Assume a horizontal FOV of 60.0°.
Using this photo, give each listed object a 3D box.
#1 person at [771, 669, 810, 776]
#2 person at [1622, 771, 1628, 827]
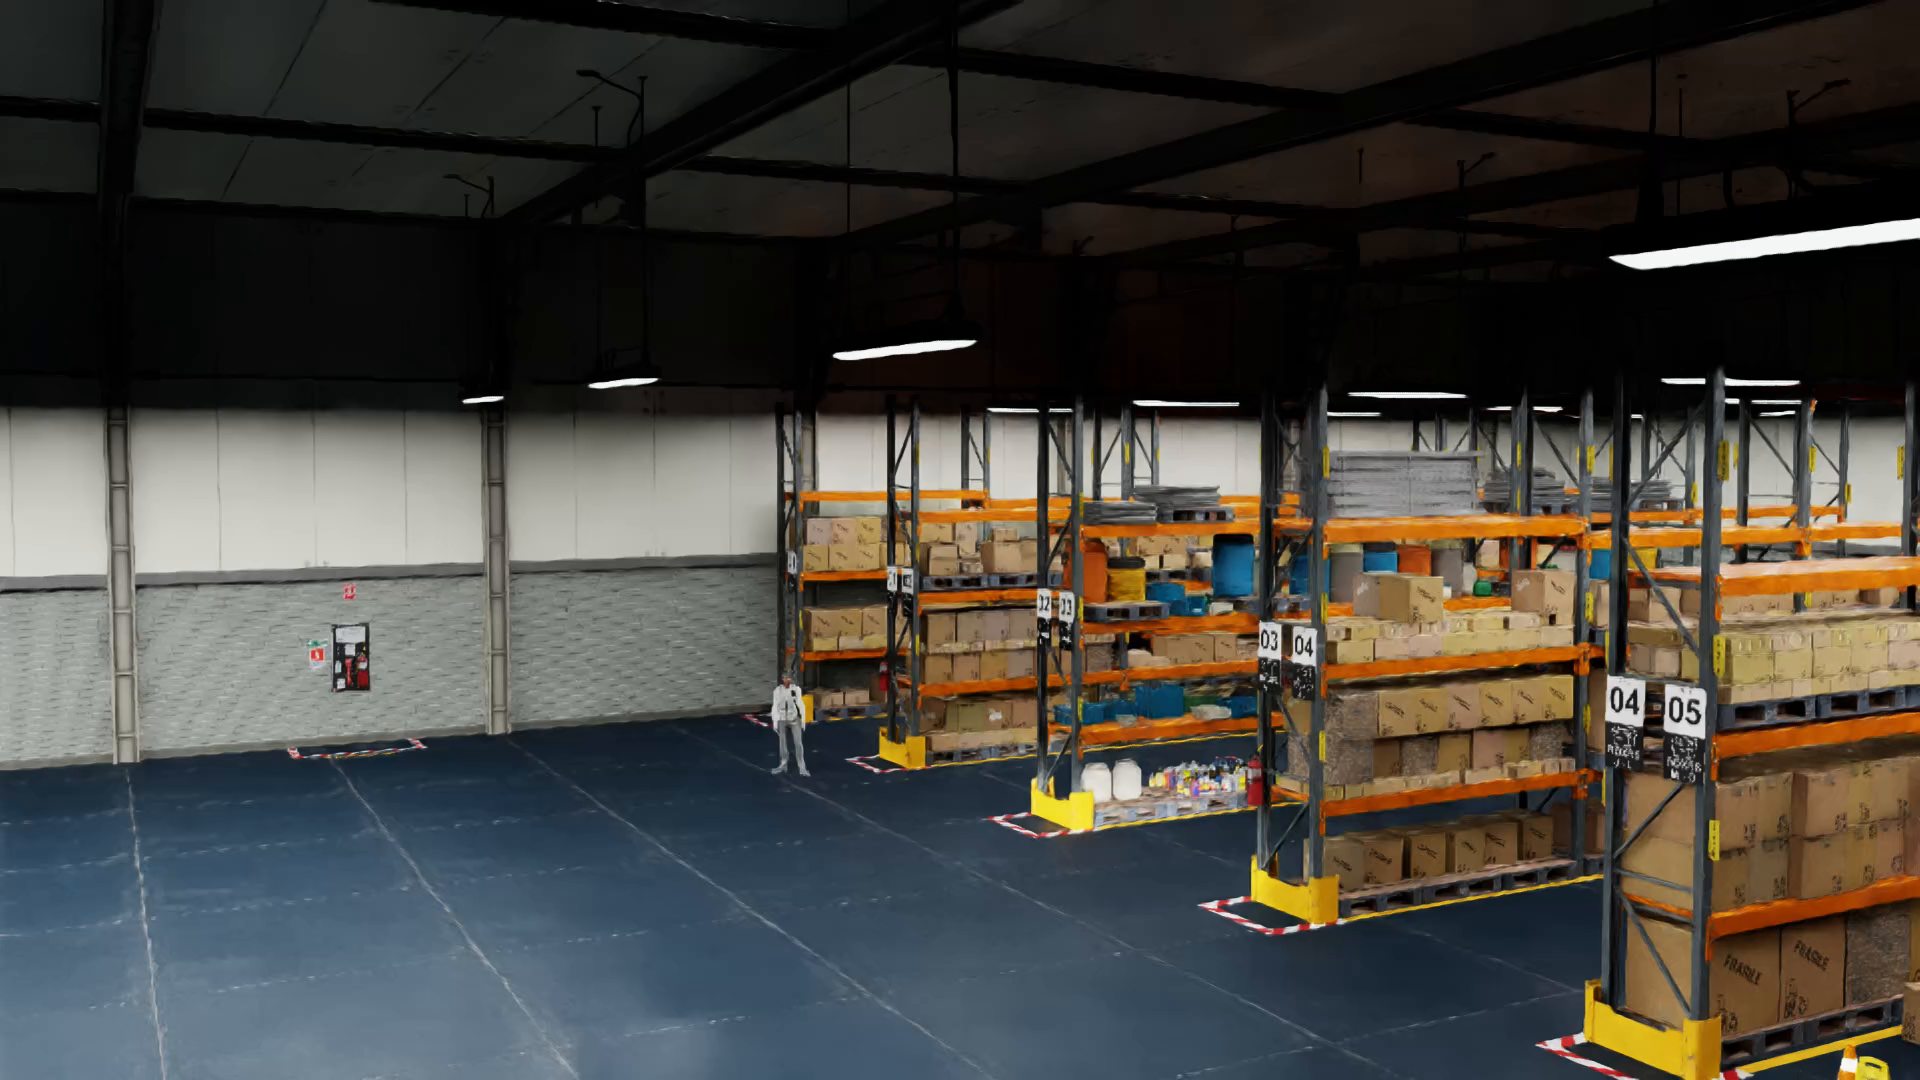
[{"bbox_3d":[-2.655,2.840,26.084,0.664,1.676,0.507,0,3,3],"label":"person"},{"bbox_3d":[7.616,3.328,18.614,0.510,1.581,0.625,-2,4,-29],"label":"person"}]
